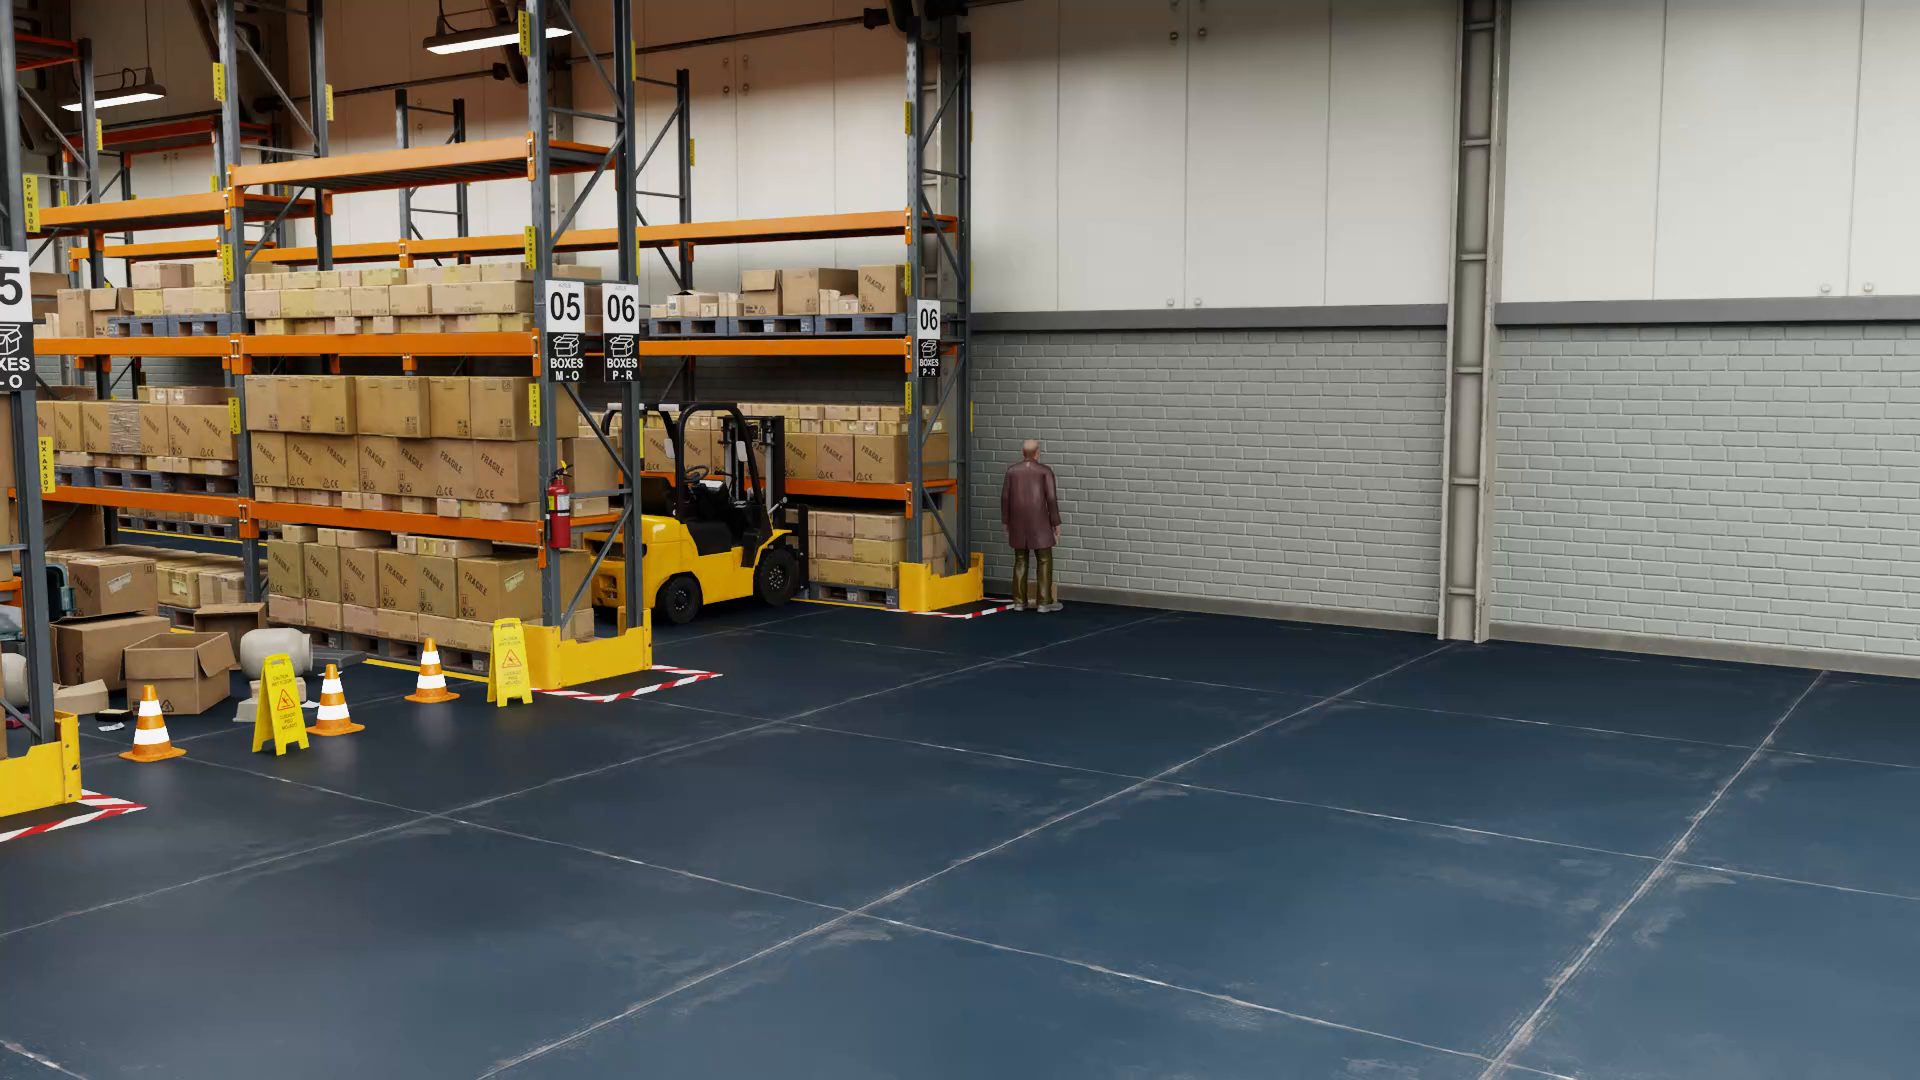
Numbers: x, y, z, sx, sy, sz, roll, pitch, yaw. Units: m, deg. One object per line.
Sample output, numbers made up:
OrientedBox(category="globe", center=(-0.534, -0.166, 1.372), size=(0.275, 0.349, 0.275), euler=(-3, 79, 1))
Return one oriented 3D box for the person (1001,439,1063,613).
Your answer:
OrientedBox(category="person", center=(0.733, -0.152, 17.171), size=(0.656, 1.774, 0.420), euler=(3, 7, 24))
